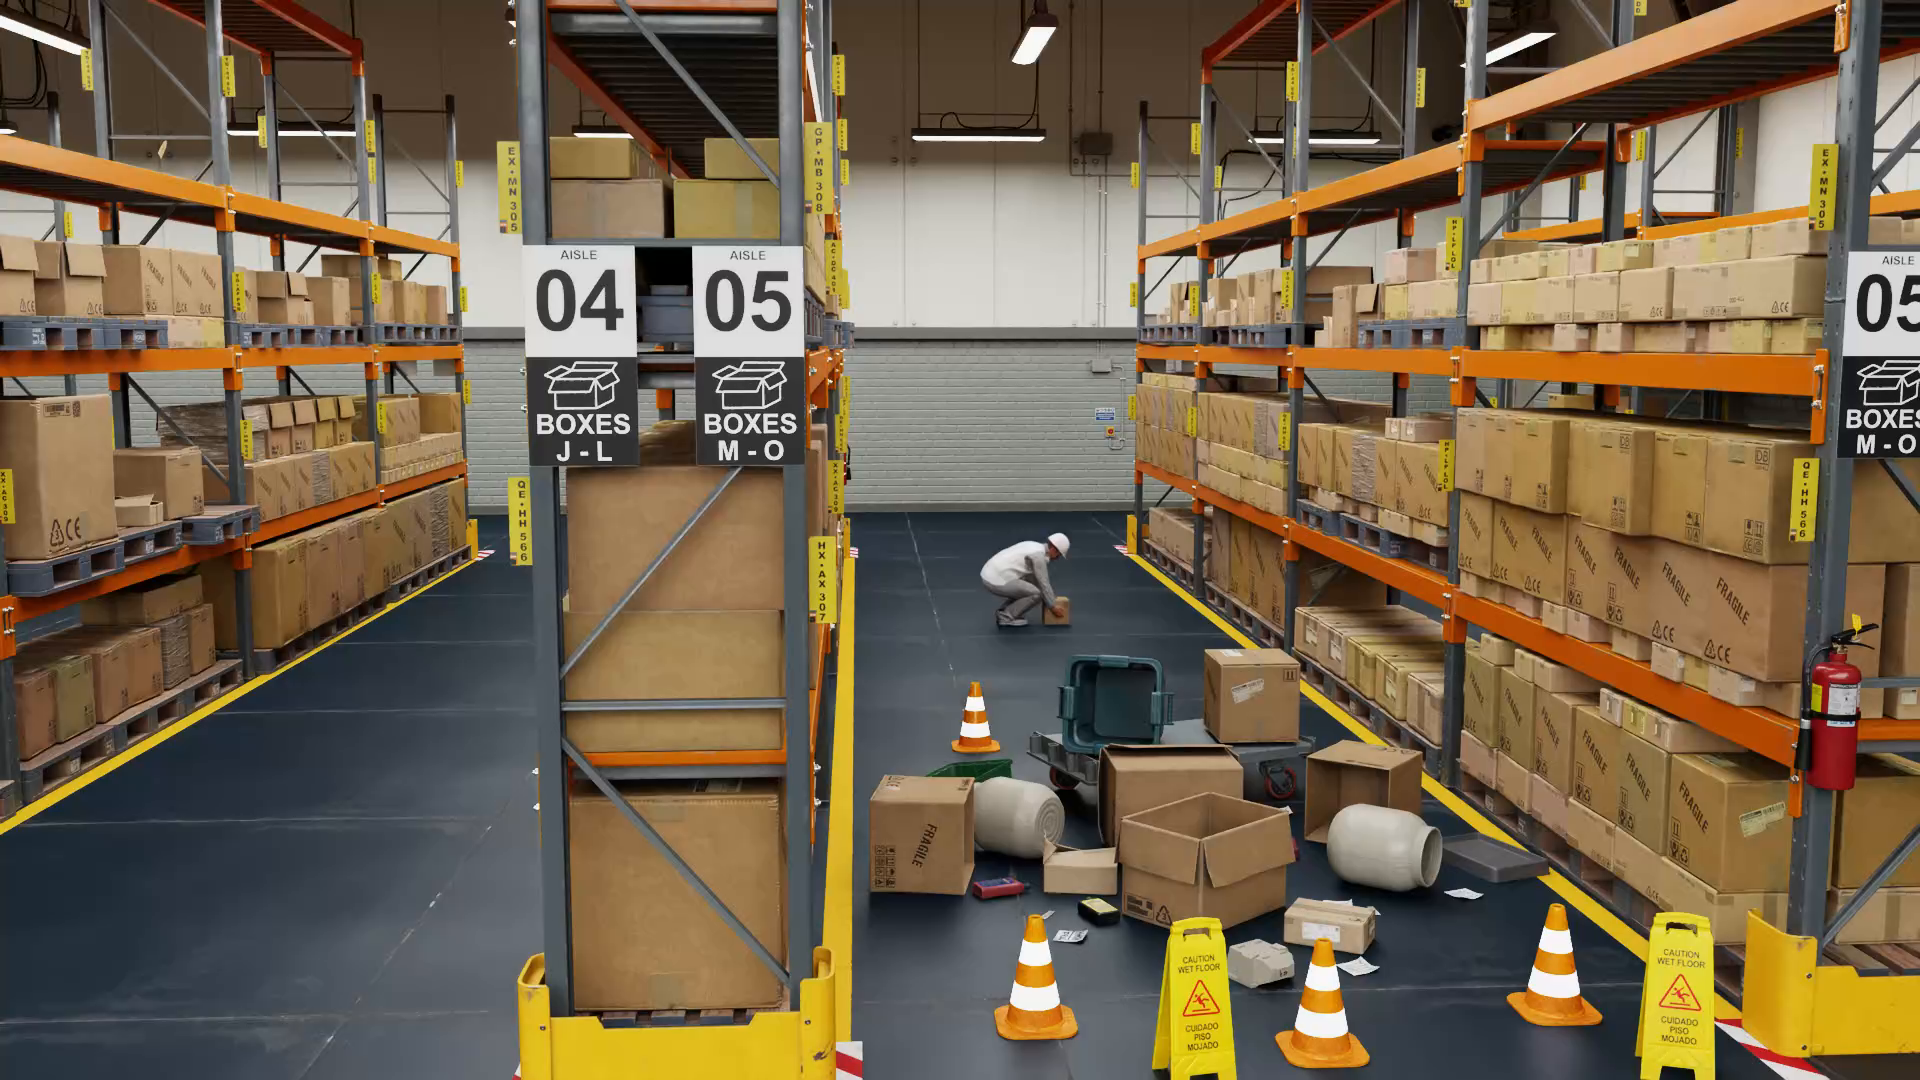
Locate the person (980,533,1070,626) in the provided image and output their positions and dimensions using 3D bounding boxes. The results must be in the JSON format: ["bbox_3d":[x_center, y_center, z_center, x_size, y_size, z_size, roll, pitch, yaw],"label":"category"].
[{"bbox_3d":[0.666,0.399,16.937,0.913,0.916,0.540,0,7,-4],"label":"person"}]
